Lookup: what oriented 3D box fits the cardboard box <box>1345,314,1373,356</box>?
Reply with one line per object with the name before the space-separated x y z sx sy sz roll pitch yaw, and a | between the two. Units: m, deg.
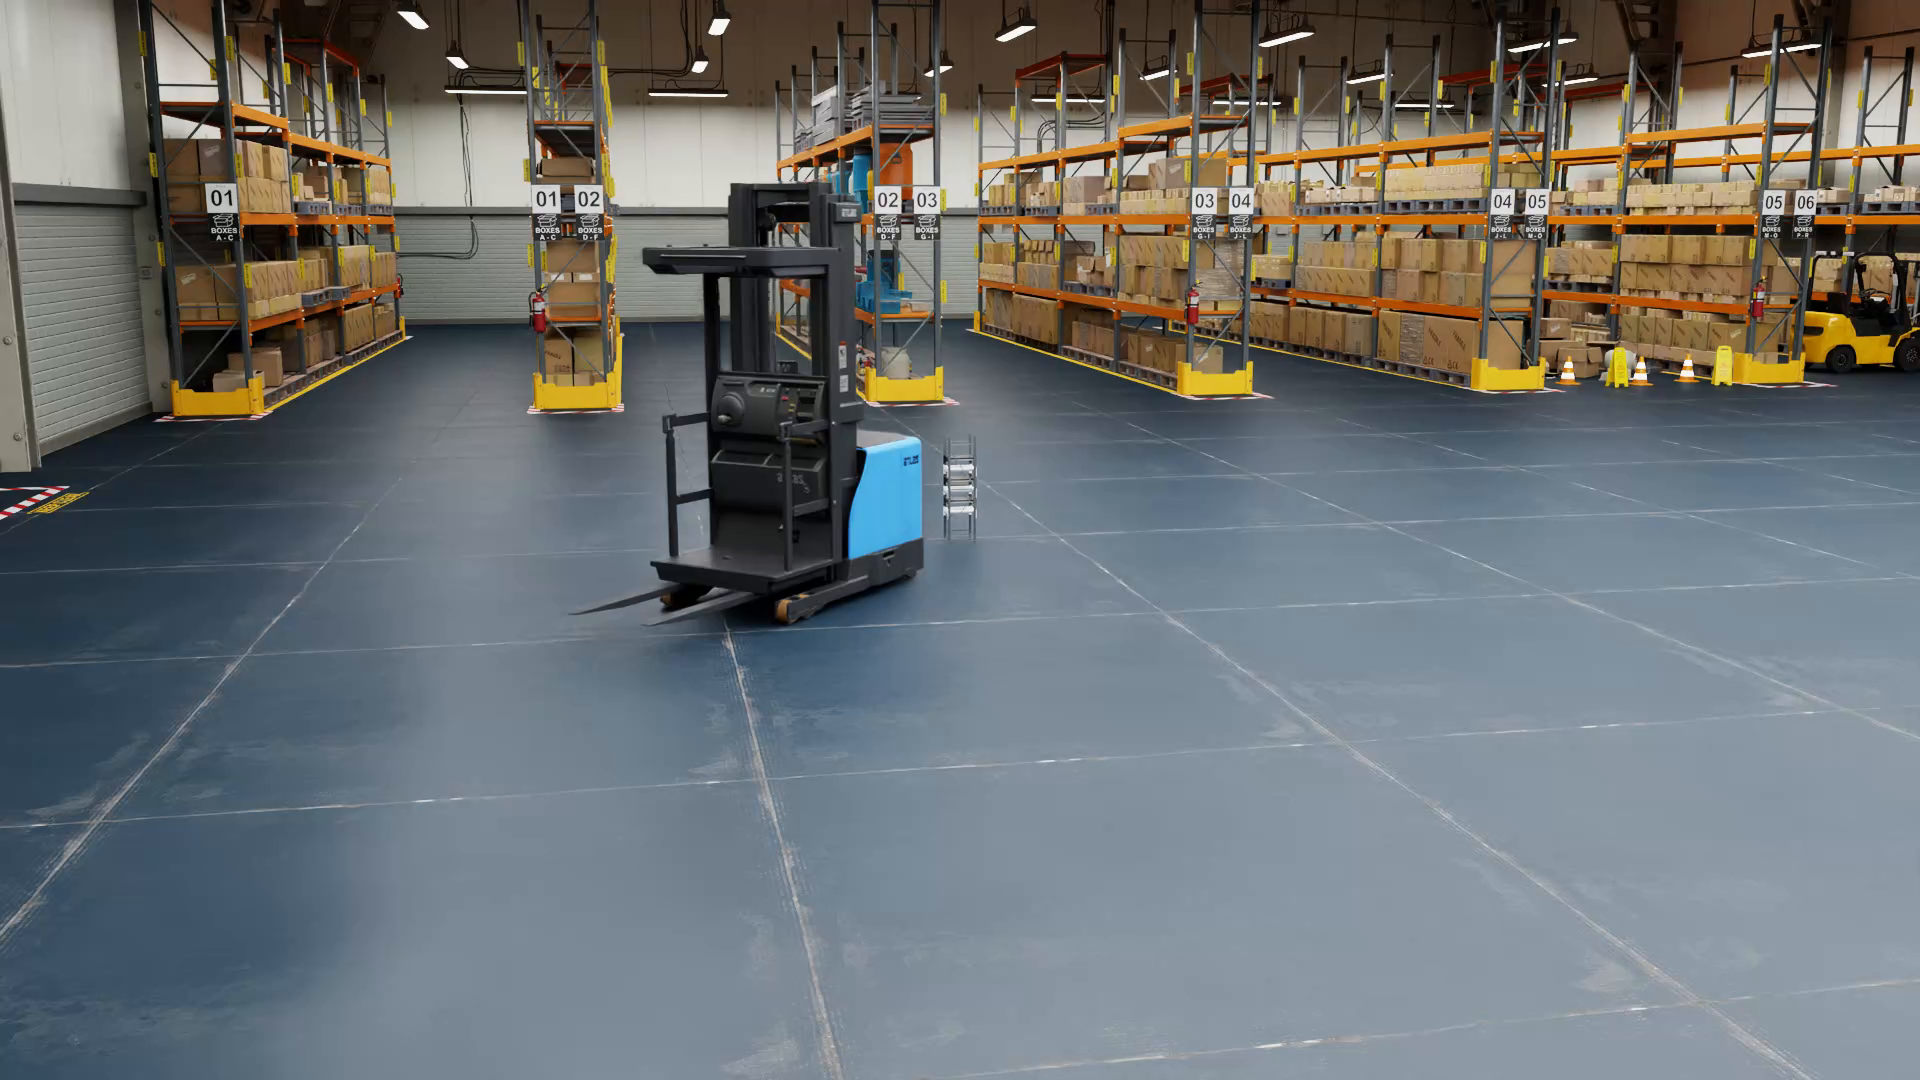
cardboard box | 7.962 -3.901 31.566 1.050 0.750 0.750 -2 11 -11

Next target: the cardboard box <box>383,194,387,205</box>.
cardboard box | -13.118 -7.624 37.216 0.500 0.250 0.500 -3 11 -13

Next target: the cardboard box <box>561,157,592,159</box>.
cardboard box | -6.513 -6.257 28.300 0.500 0.500 0.500 -2 11 -10

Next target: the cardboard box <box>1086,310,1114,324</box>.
cardboard box | 2.781 -4.399 32.791 0.500 0.250 0.500 -1 11 -5

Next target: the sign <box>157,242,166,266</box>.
sign | -11.060 -3.961 23.045 0.100 0.325 0.005 -2 11 -11

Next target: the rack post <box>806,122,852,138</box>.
rack post | -2.531 -8.123 33.008 0.954 0.300 0.937 -2 11 -11

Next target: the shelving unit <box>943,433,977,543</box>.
shelving unit | -0.002 -0.444 14.120 0.258 0.900 0.210 -2 11 -11

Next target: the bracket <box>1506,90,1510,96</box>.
bracket | 15.472 -12.576 46.577 0.235 0.232 0.430 -2 11 -11

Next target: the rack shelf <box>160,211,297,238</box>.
rack shelf | -10.901 -4.741 24.984 1.077 0.370 4.000 -2 11 -11

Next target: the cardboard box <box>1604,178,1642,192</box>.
cardboard box | 12.770 -6.842 32.038 0.500 0.250 0.500 -2 11 -10

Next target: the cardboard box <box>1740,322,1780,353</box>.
cardboard box | 13.894 -3.541 29.003 0.500 0.500 0.500 -3 11 -13

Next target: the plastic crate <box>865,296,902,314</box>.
plastic crate | -1.185 -3.622 25.602 0.499 0.251 0.616 -2 11 -11

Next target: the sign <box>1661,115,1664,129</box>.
sign | 16.863 -10.042 39.966 0.100 0.325 0.005 -2 11 -11

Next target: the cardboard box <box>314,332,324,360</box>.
cardboard box | -11.890 -3.480 29.969 0.700 0.500 0.500 -2 11 -11

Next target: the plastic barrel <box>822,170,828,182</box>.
plastic barrel | -2.276 -6.487 31.088 0.600 0.830 0.708 -2 11 -11

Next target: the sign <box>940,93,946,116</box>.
sign | -0.253 -6.478 24.722 0.100 0.325 0.005 -2 11 -11

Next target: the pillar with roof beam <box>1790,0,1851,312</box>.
pillar with roof beam | 14.012 -8.387 34.196 9.100 9.000 0.548 -2 11 -11

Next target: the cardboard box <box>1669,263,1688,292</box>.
cardboard box | 13.143 -4.717 29.894 0.500 0.500 0.500 -2 11 -10

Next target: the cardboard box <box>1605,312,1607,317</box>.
cardboard box | 16.423 -5.552 41.411 0.500 0.311 0.500 -2 11 -9

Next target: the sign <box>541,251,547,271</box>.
sign | -6.962 -4.677 27.860 0.100 0.325 0.005 -2 11 -11

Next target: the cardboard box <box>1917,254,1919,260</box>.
cardboard box | 18.041 -5.236 30.884 0.380 0.149 0.250 -2 11 -11

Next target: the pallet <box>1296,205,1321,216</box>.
pallet | 7.571 -6.688 33.795 1.213 0.211 1.003 -2 11 -8

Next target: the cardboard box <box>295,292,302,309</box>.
cardboard box | -10.900 -3.848 26.738 0.500 0.250 0.500 -2 11 -11

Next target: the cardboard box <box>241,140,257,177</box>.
cardboard box | -10.396 -5.451 23.795 0.500 0.500 0.500 -2 11 -12

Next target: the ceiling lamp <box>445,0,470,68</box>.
ceiling lamp | -9.931 -11.218 33.458 0.800 3.185 2.000 -2 11 -11

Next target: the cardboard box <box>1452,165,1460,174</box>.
cardboard box | 8.402 -6.143 27.576 0.380 0.149 0.250 -2 11 -10

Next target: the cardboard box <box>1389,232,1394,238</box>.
cardboard box | 10.830 -7.541 41.116 0.380 0.149 0.250 -2 11 -11

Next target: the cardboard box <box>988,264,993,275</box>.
cardboard box | 0.983 -6.516 40.014 0.500 0.250 0.500 -2 11 -13

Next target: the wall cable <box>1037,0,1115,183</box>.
wall cable | 3.234 -12.419 46.772 2.277 5.999 0.120 -2 11 -11

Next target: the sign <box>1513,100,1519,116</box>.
sign | 11.686 -9.085 34.939 0.100 0.325 0.005 -2 11 -11

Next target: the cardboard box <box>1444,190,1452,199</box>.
cardboard box | 8.354 -5.797 27.890 0.380 0.149 0.250 -2 11 -12

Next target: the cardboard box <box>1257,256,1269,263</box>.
cardboard box | 6.654 -6.059 35.966 0.380 0.149 0.250 -2 11 -11

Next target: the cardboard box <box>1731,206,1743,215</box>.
cardboard box | 13.361 -5.604 28.269 0.380 0.149 0.250 -2 11 -11

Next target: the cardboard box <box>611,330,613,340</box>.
cardboard box | -6.568 -3.666 30.167 0.500 0.311 0.500 -2 11 -9

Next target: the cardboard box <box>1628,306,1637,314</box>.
cardboard box | 16.306 -5.321 39.692 0.500 0.500 0.500 -2 11 -12

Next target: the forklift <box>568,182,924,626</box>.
forklift | -1.451 -0.971 11.459 1.130 2.935 3.031 6 12 29

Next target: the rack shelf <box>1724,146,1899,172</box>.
rack shelf | 17.487 -7.833 34.280 1.077 0.370 4.000 -2 11 -11

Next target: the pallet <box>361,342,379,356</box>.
pallet | -12.622 -3.946 34.365 1.003 0.211 1.213 -2 11 -11

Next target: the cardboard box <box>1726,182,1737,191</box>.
cardboard box | 13.350 -6.043 28.438 0.380 0.149 0.250 -2 11 -12

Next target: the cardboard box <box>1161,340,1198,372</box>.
cardboard box | 3.706 -3.112 28.085 0.500 0.500 0.500 -1 11 -6

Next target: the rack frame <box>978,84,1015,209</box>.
rack frame | 0.953 -9.676 40.966 1.000 3.000 0.127 -2 11 -11

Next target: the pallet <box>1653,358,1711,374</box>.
pallet | 13.413 -3.172 30.299 1.003 0.211 1.213 -2 11 -11

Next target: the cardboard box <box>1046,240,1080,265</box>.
cardboard box | 2.258 -6.058 35.051 0.797 0.503 0.637 -2 11 -10

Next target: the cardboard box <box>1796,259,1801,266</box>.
cardboard box | 17.357 -5.679 34.009 0.380 0.149 0.250 -2 11 -12

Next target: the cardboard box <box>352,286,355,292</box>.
cardboard box | -12.258 -5.006 33.092 0.380 0.149 0.250 -2 11 -9

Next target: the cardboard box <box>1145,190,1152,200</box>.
cardboard box | 3.338 -5.815 28.038 0.380 0.149 0.250 -2 11 -12

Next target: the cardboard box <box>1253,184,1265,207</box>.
cardboard box | 6.787 -7.599 36.679 0.797 0.503 0.637 -2 11 -12

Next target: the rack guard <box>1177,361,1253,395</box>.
rack guard | 4.050 -2.580 26.416 1.175 0.500 0.348 -2 11 -11

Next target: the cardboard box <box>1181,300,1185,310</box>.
cardboard box | 3.759 -3.761 26.609 0.380 0.149 0.250 -2 11 -11

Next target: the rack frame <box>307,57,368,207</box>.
rack frame | -12.846 -8.402 34.272 1.000 3.000 0.127 -2 11 -11

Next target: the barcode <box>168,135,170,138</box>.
barcode | -11.140 -5.674 23.419 0.001 0.075 0.075 -2 11 -11
